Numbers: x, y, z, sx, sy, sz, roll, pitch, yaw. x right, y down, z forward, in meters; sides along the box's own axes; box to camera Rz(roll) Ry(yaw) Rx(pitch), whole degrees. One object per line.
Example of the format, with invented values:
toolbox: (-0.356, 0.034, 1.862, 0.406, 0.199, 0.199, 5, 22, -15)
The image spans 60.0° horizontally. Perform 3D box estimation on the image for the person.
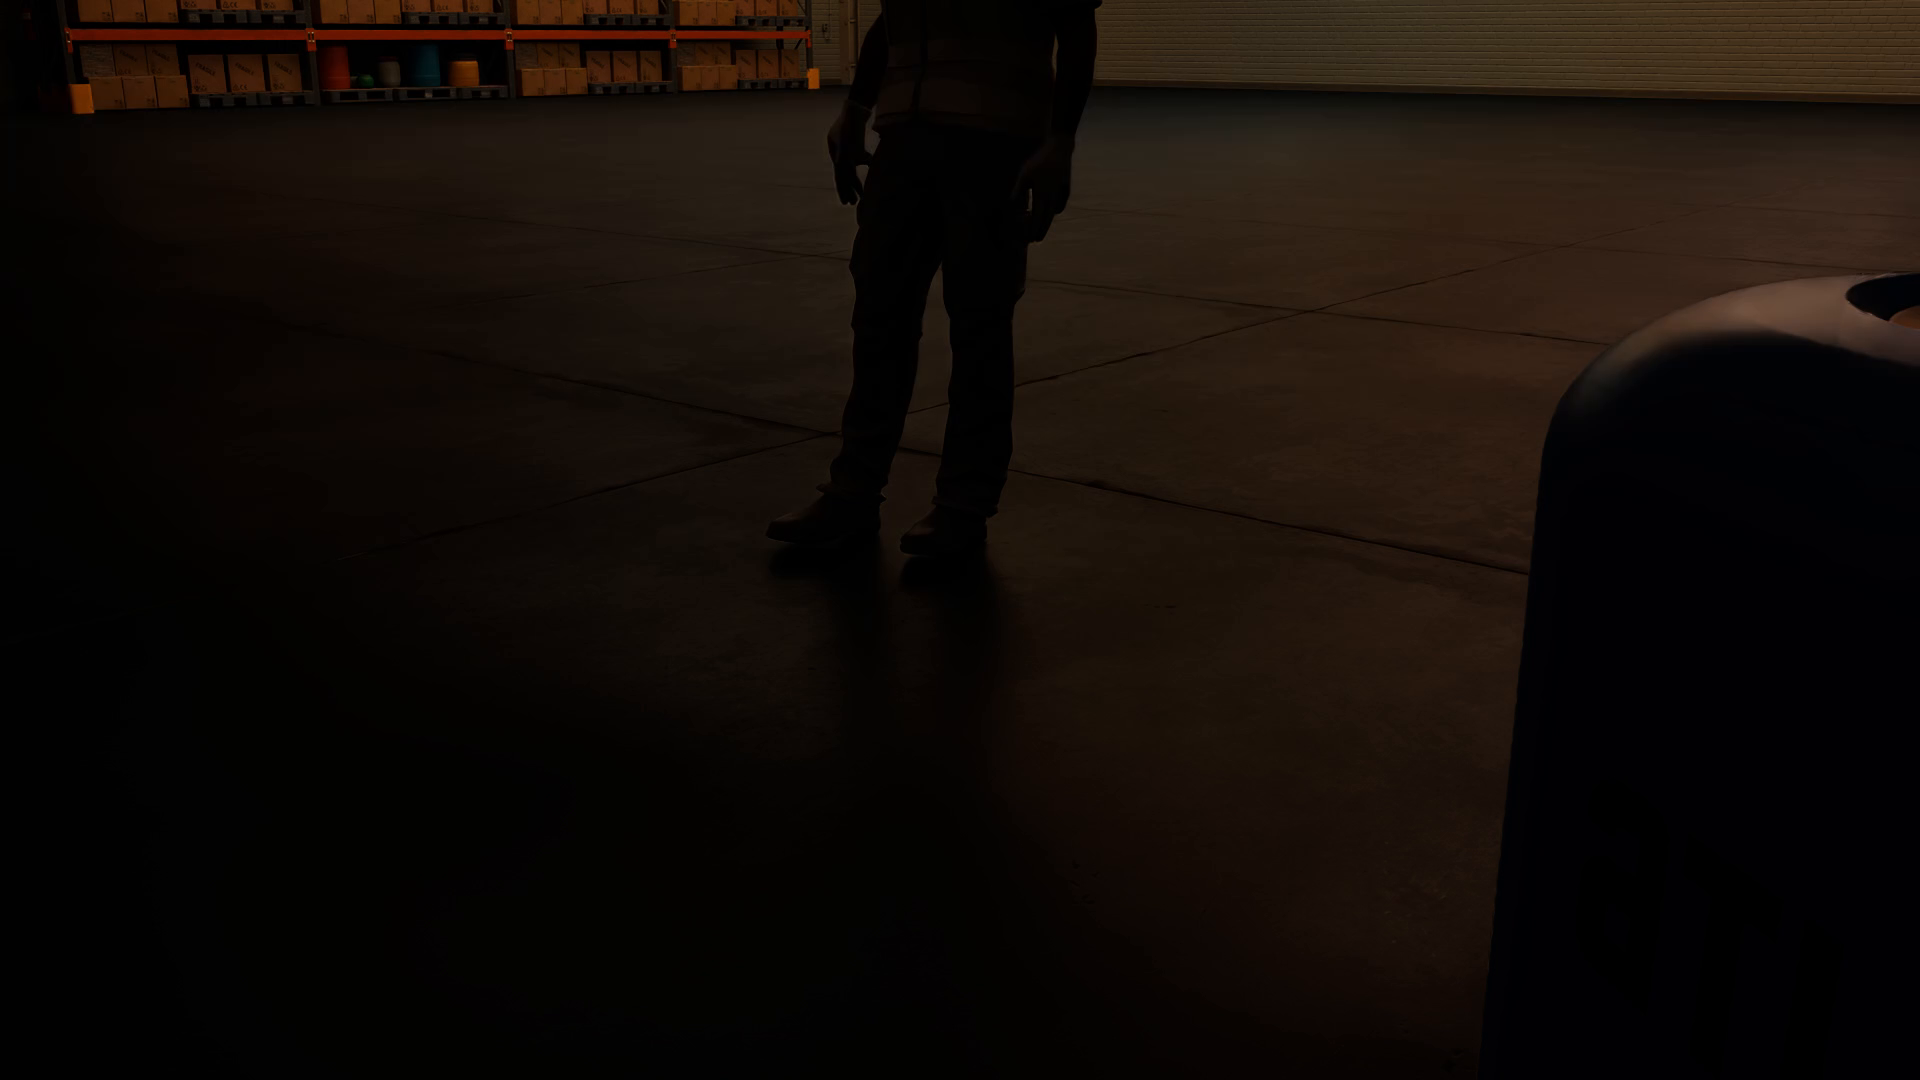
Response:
person: (-0.053, -0.846, 3.632, 0.657, 1.785, 0.575, 13, 21, 37)
